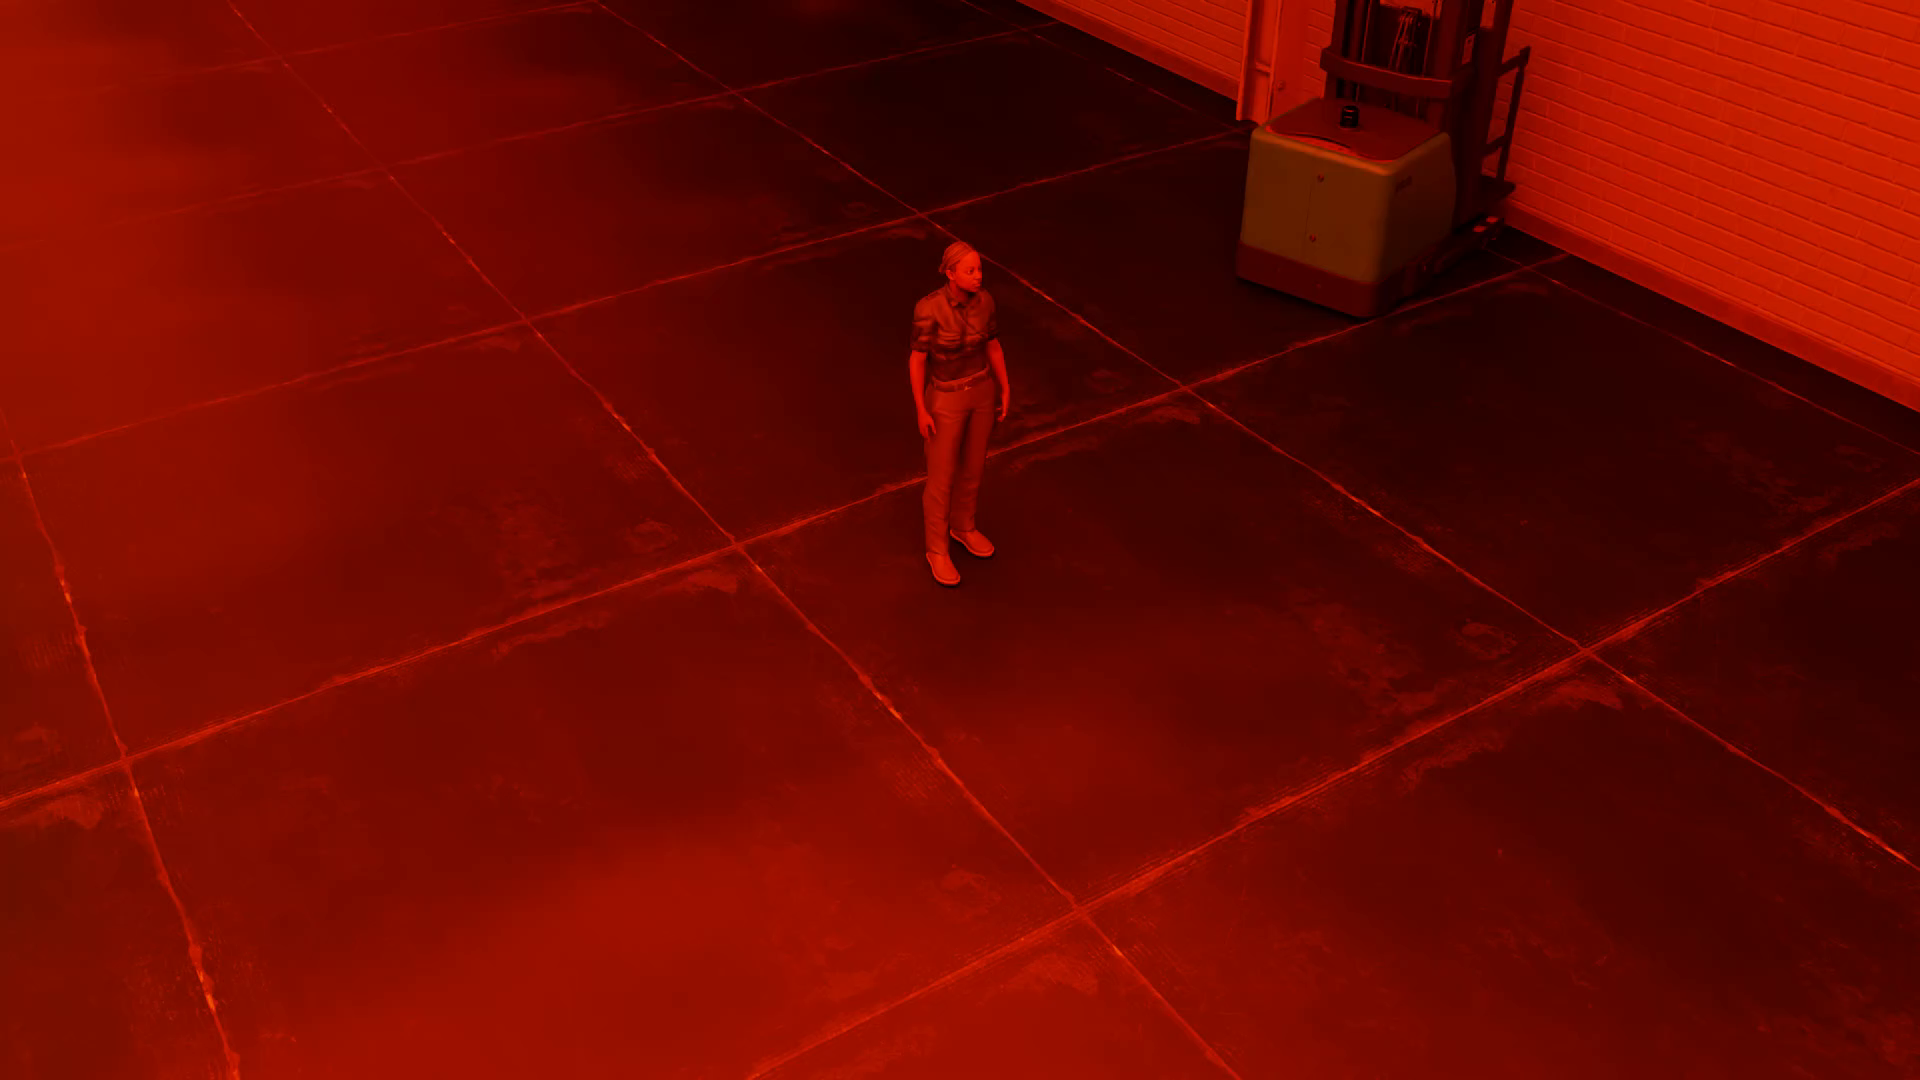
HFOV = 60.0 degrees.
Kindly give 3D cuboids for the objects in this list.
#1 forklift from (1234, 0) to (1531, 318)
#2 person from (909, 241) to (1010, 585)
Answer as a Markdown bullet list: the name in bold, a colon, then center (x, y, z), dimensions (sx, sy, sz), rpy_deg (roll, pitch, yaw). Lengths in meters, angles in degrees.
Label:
- **forklift**: center (3.171, -3.387, 10.968), dimensions (1.130, 2.935, 3.031), rpy_deg (26, 43, 32)
- **person**: center (0.031, -0.635, 8.148), dimensions (0.569, 1.656, 0.503), rpy_deg (-21, 40, -27)
